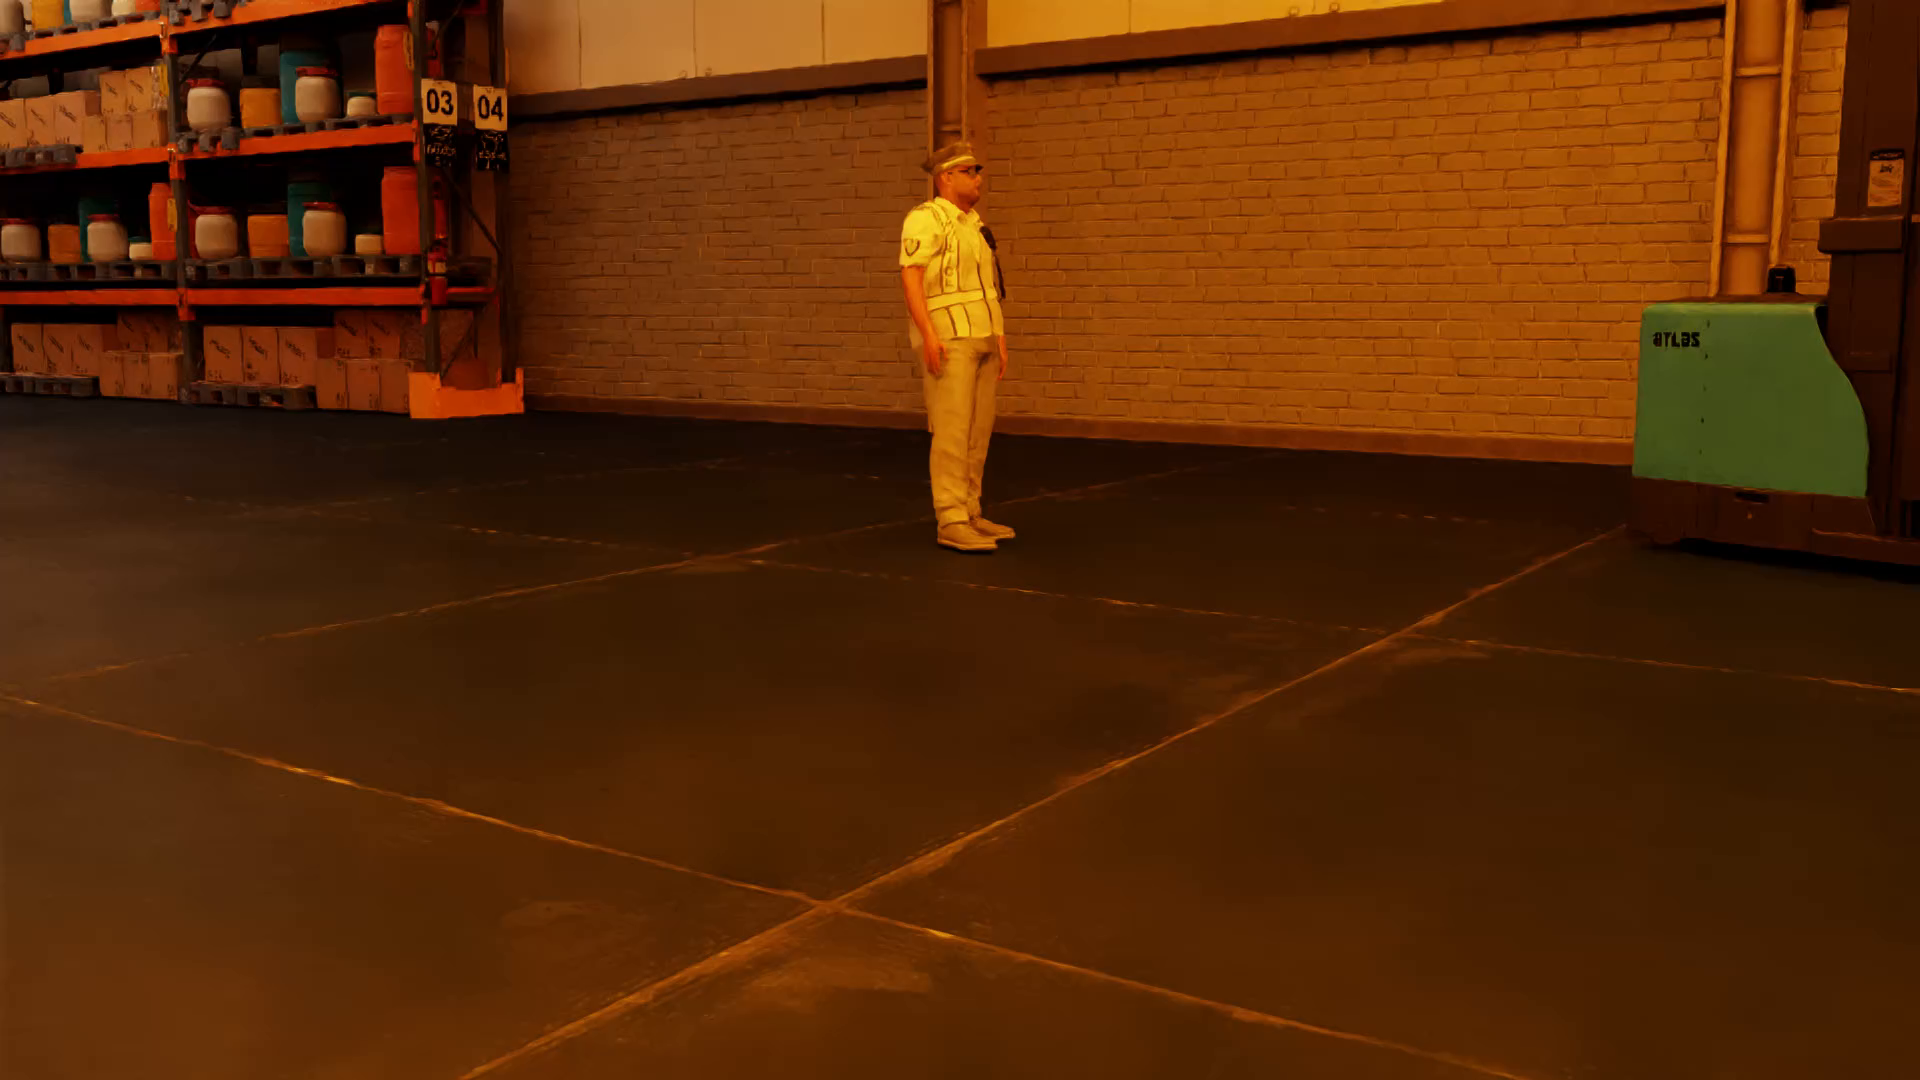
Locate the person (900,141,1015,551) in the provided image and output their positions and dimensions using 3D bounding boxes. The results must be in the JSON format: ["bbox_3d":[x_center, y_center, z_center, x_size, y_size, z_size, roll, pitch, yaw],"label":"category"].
[{"bbox_3d":[0.058,-0.883,7.424,0.574,1.781,0.640,5,10,34],"label":"person"}]

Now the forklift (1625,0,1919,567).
[{"bbox_3d":[4.246,-1.300,6.332,1.130,2.935,3.031,-6,10,-36],"label":"forklift"}]
